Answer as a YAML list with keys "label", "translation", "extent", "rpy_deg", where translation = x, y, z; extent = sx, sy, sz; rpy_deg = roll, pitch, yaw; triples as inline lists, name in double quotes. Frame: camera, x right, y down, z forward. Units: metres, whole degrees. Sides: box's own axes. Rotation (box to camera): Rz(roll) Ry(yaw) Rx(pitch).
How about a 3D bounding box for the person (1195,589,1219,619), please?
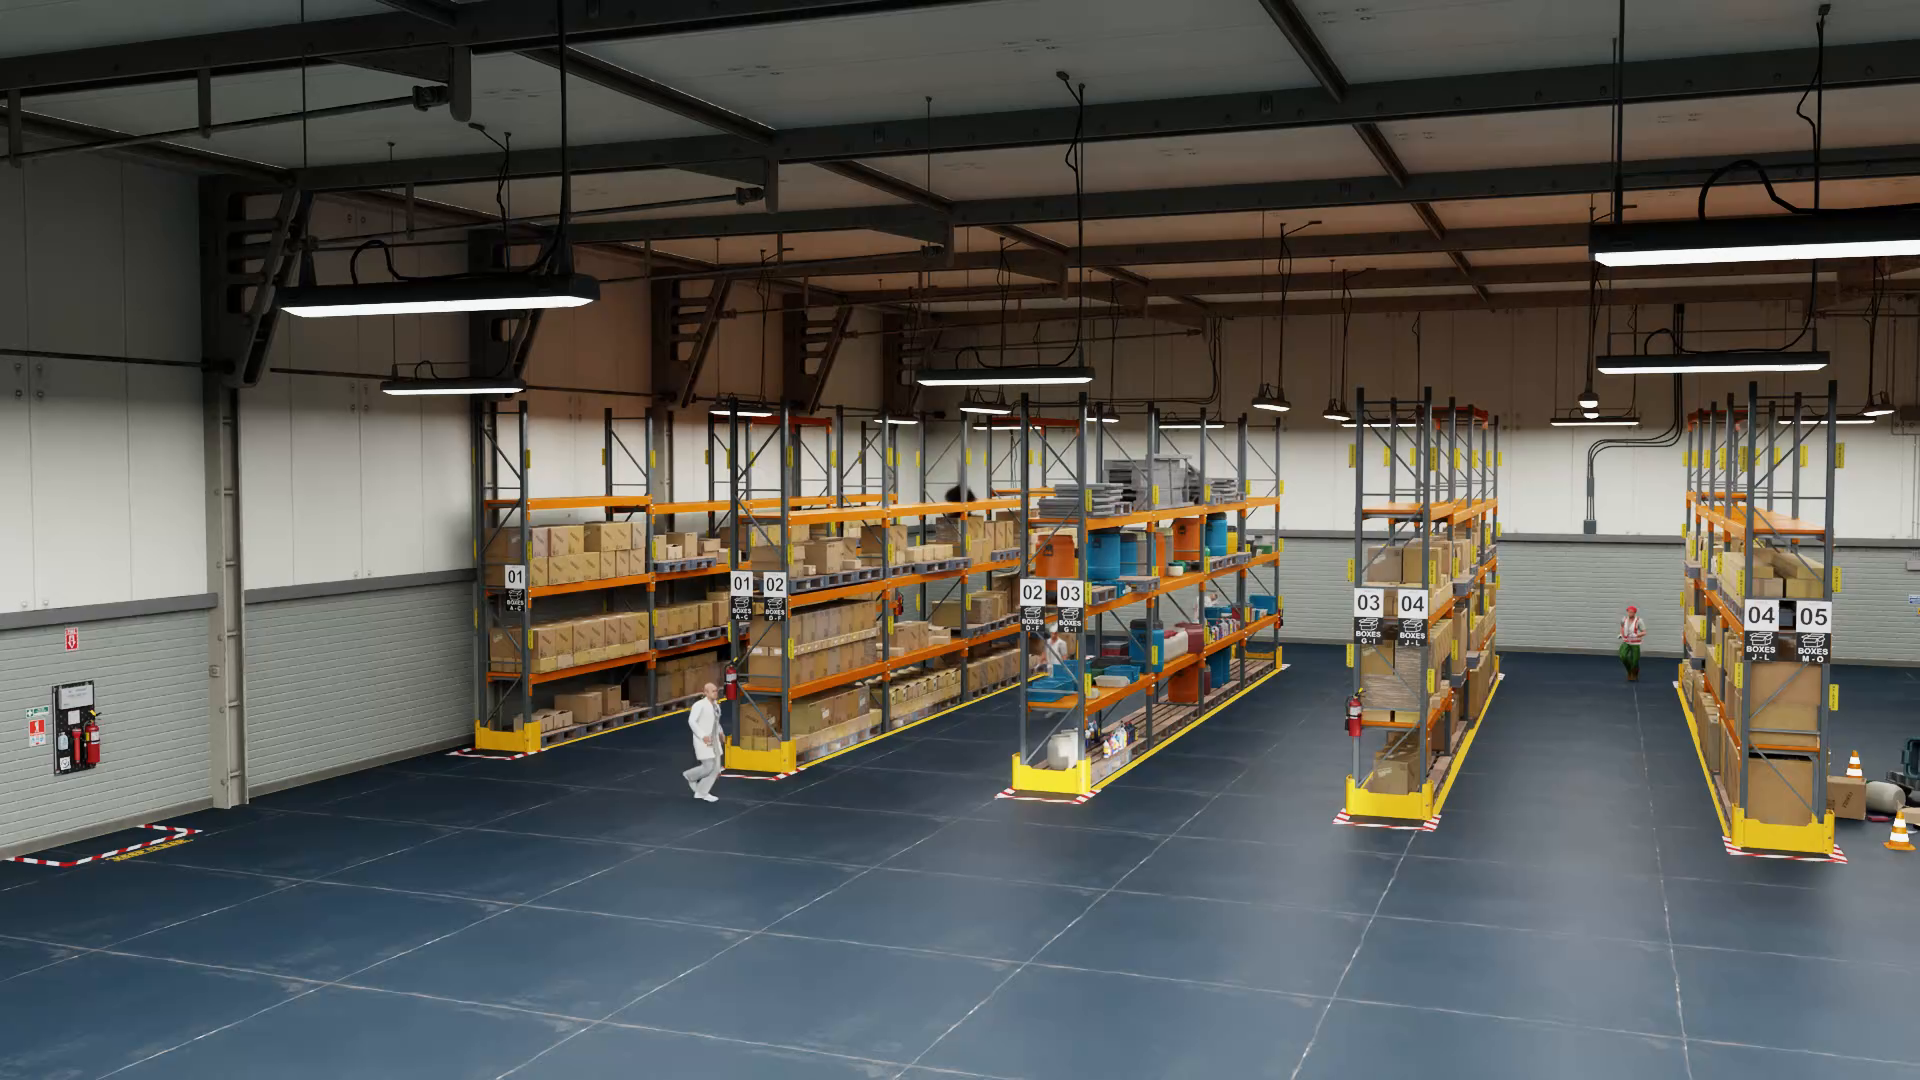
- label: "person"
  translation: [6.393, 2.094, 44.042]
  extent: [0.659, 1.621, 1.084]
  rpy_deg: [-3, 4, -43]

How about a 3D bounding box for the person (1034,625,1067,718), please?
- label: "person"
  translation: [1.809, 2.542, 32.513]
  extent: [0.766, 1.782, 0.739]
  rpy_deg: [-2, 4, -38]

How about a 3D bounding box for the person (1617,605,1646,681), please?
- label: "person"
  translation: [15.083, 2.318, 37.346]
  extent: [0.672, 1.714, 0.773]
  rpy_deg: [2, 4, 41]

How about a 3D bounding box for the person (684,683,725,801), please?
- label: "person"
  translation: [-3.807, 2.958, 24.462]
  extent: [0.649, 1.730, 0.703]
  rpy_deg: [2, 3, 33]
